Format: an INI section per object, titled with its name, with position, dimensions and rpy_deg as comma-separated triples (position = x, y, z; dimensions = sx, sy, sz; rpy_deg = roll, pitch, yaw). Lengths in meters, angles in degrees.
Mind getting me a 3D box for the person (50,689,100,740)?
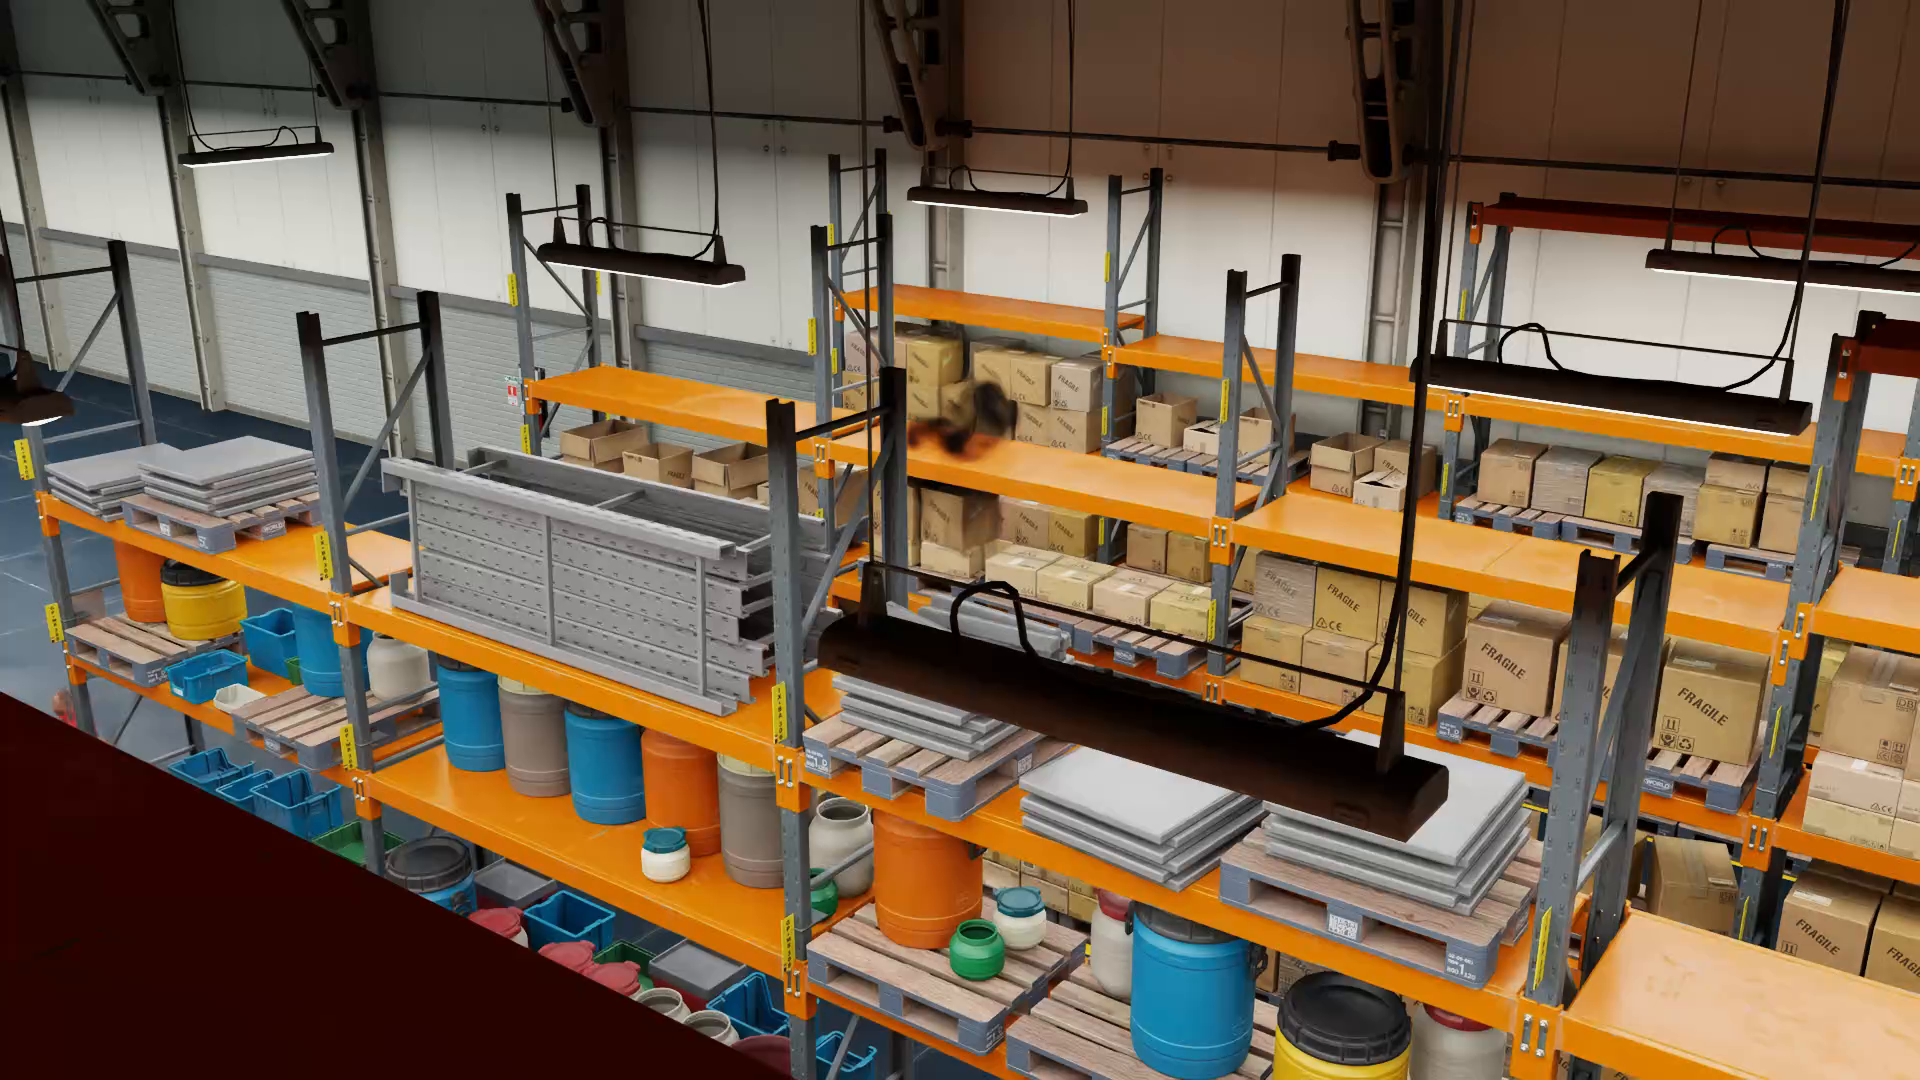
[person]
position = -8.289, 2.241, 15.723
dimensions = 0.811, 1.806, 0.678
rpy_deg = -6, 19, -17
